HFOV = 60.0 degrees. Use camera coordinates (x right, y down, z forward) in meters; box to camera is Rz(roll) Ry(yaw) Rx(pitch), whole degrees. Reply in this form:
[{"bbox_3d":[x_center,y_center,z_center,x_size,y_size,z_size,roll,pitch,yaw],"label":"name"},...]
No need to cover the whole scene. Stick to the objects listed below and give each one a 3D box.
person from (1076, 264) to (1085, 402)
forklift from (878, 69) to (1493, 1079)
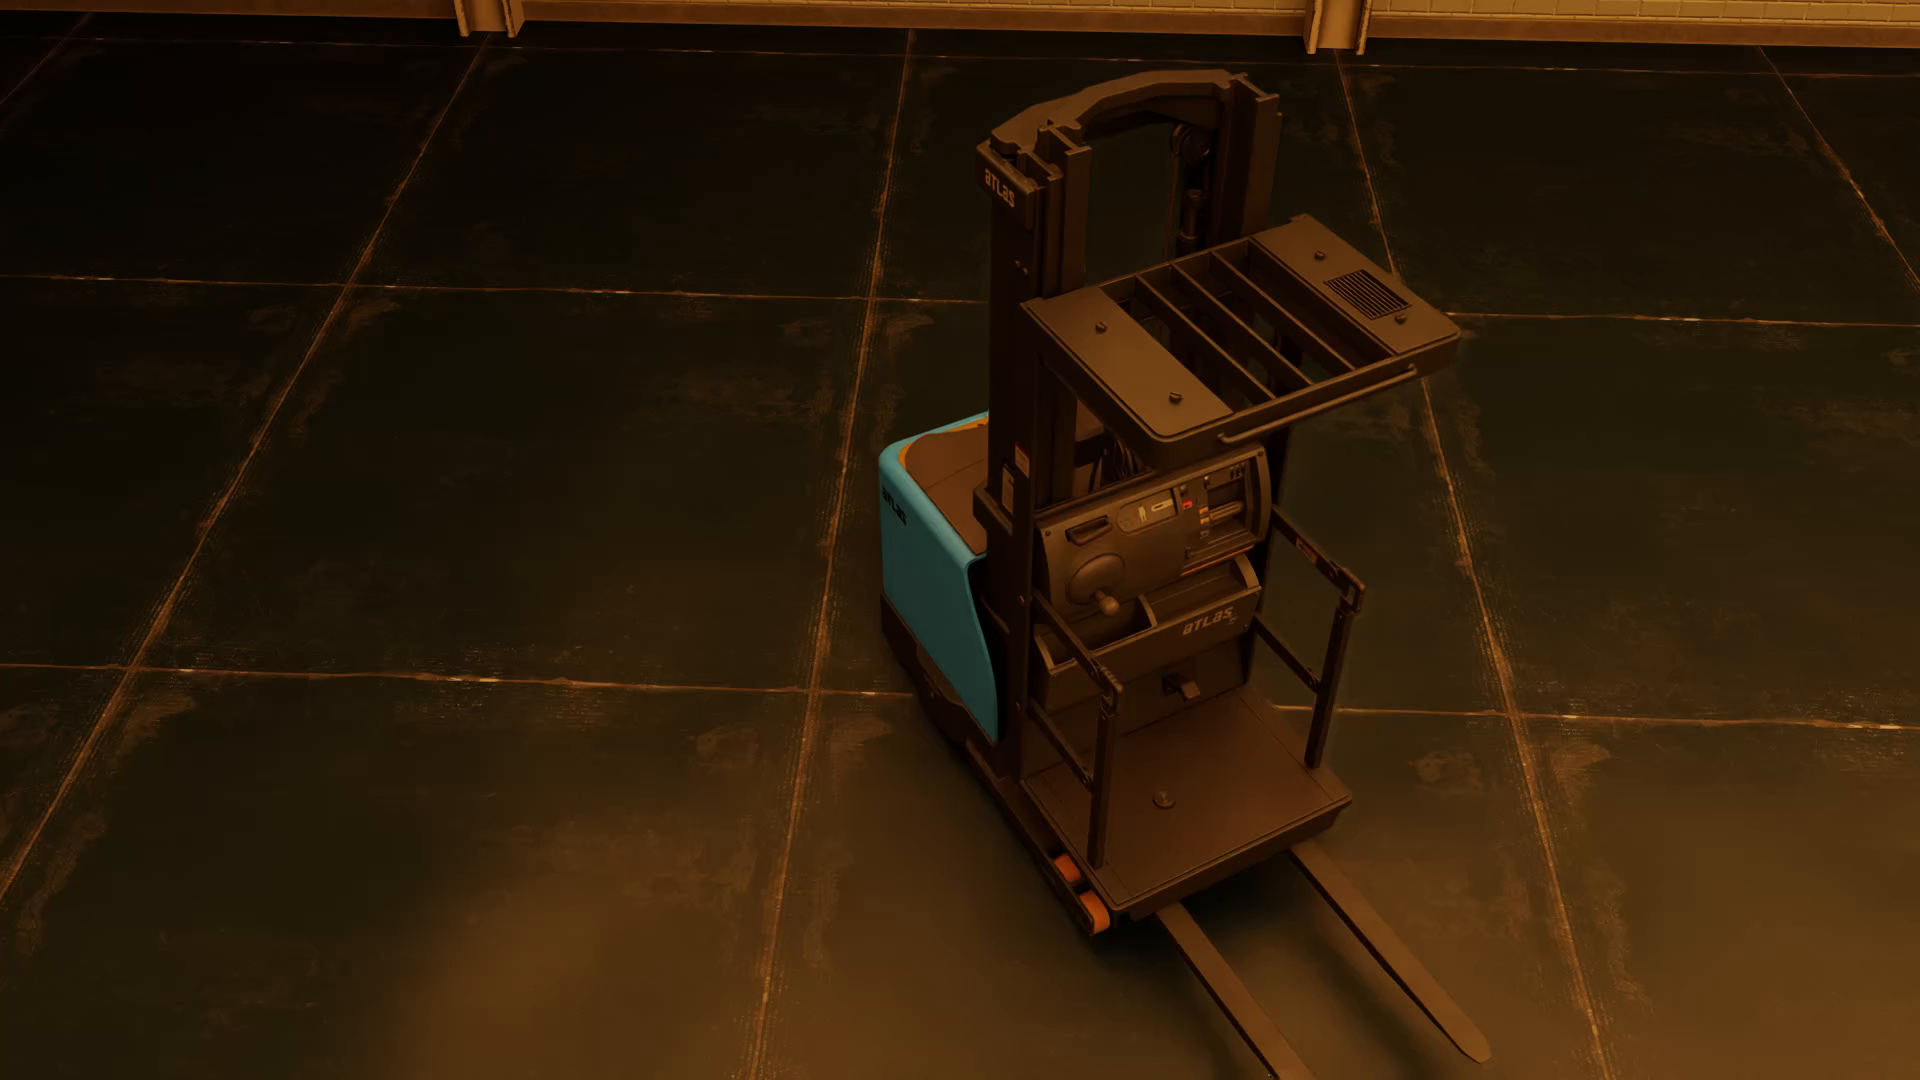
[{"bbox_3d":[0.518,-0.552,7.321,0.831,1.656,0.684,-11,44,-12],"label":"person"},{"bbox_3d":[0.799,0.052,5.685,1.130,2.935,3.031,-20,46,-21],"label":"forklift"}]
